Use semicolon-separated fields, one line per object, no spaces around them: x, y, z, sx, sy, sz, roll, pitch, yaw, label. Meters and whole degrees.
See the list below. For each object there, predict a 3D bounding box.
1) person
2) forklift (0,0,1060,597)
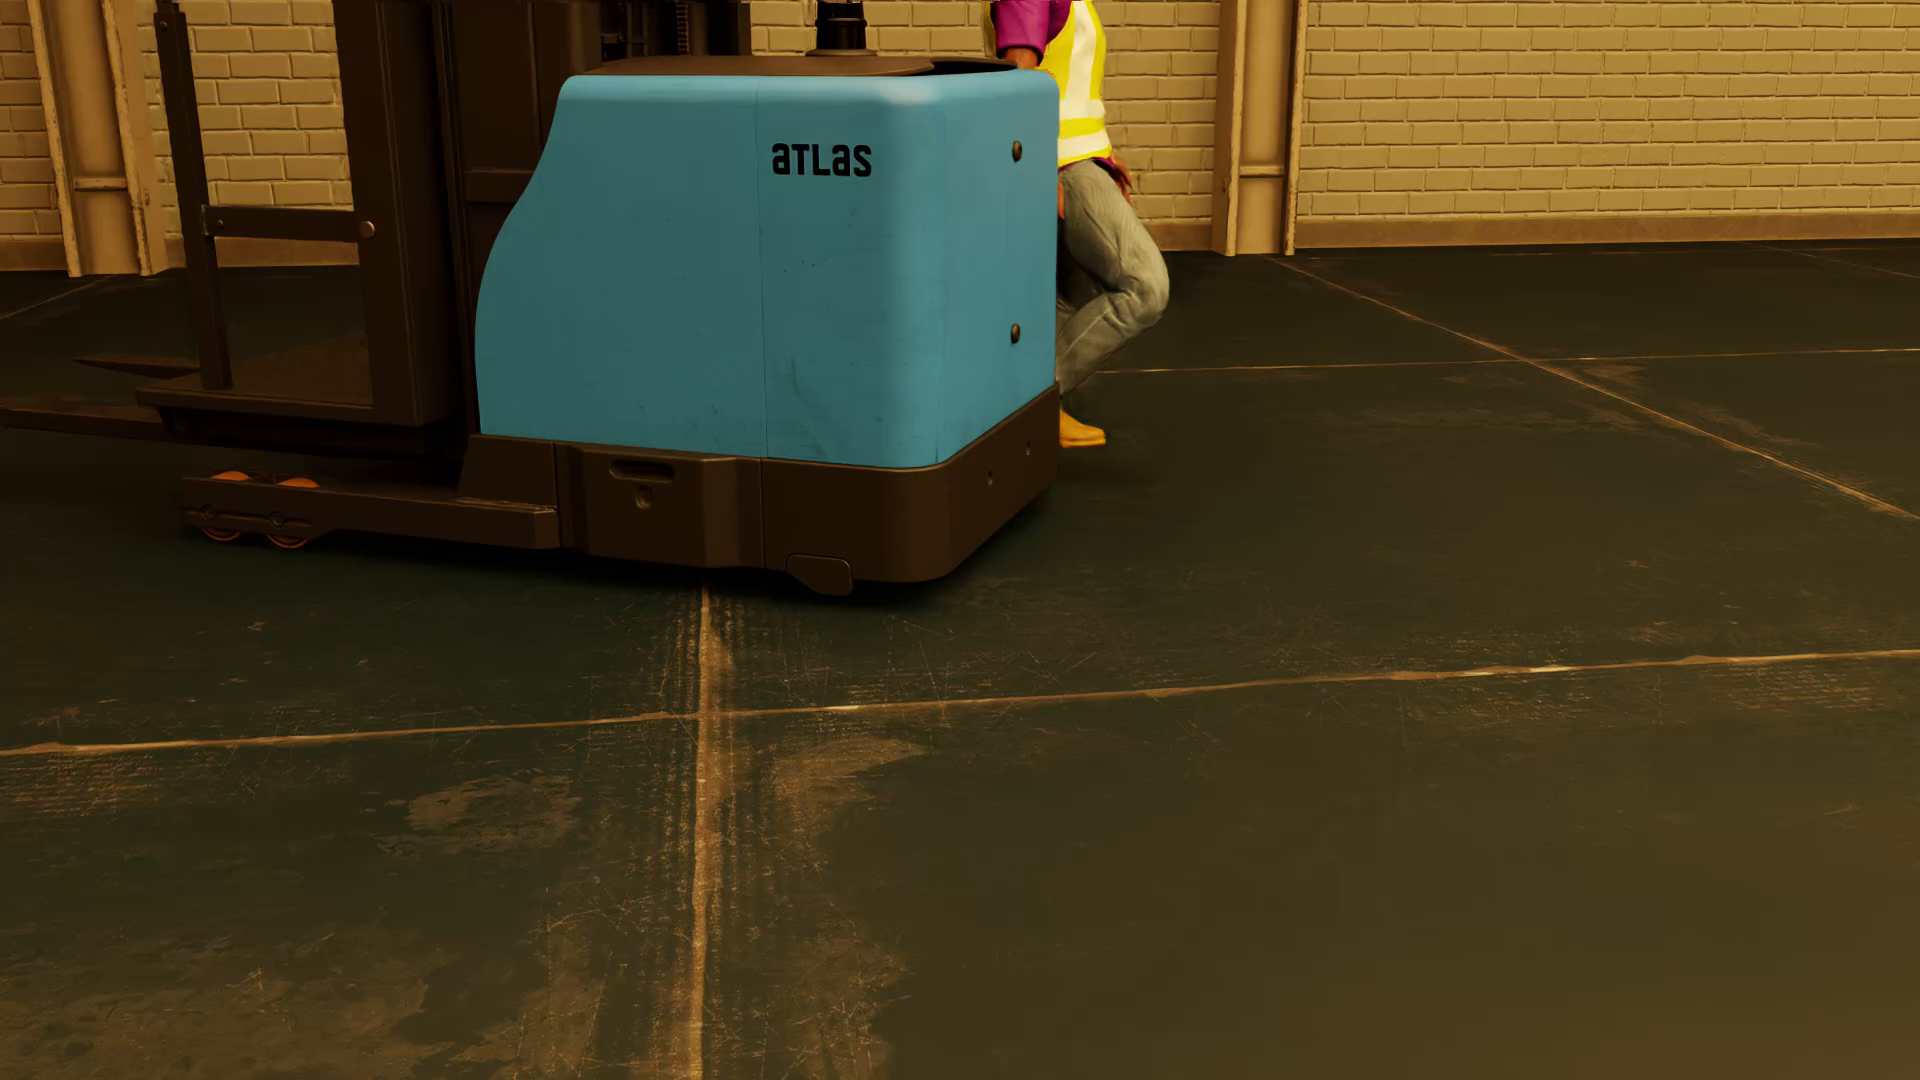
0.295;-1.043;4.605;0.601;1.660;0.987;2;17;8;person
-1.321;-1.520;3.929;3.031;2.935;1.130;6;18;18;forklift
